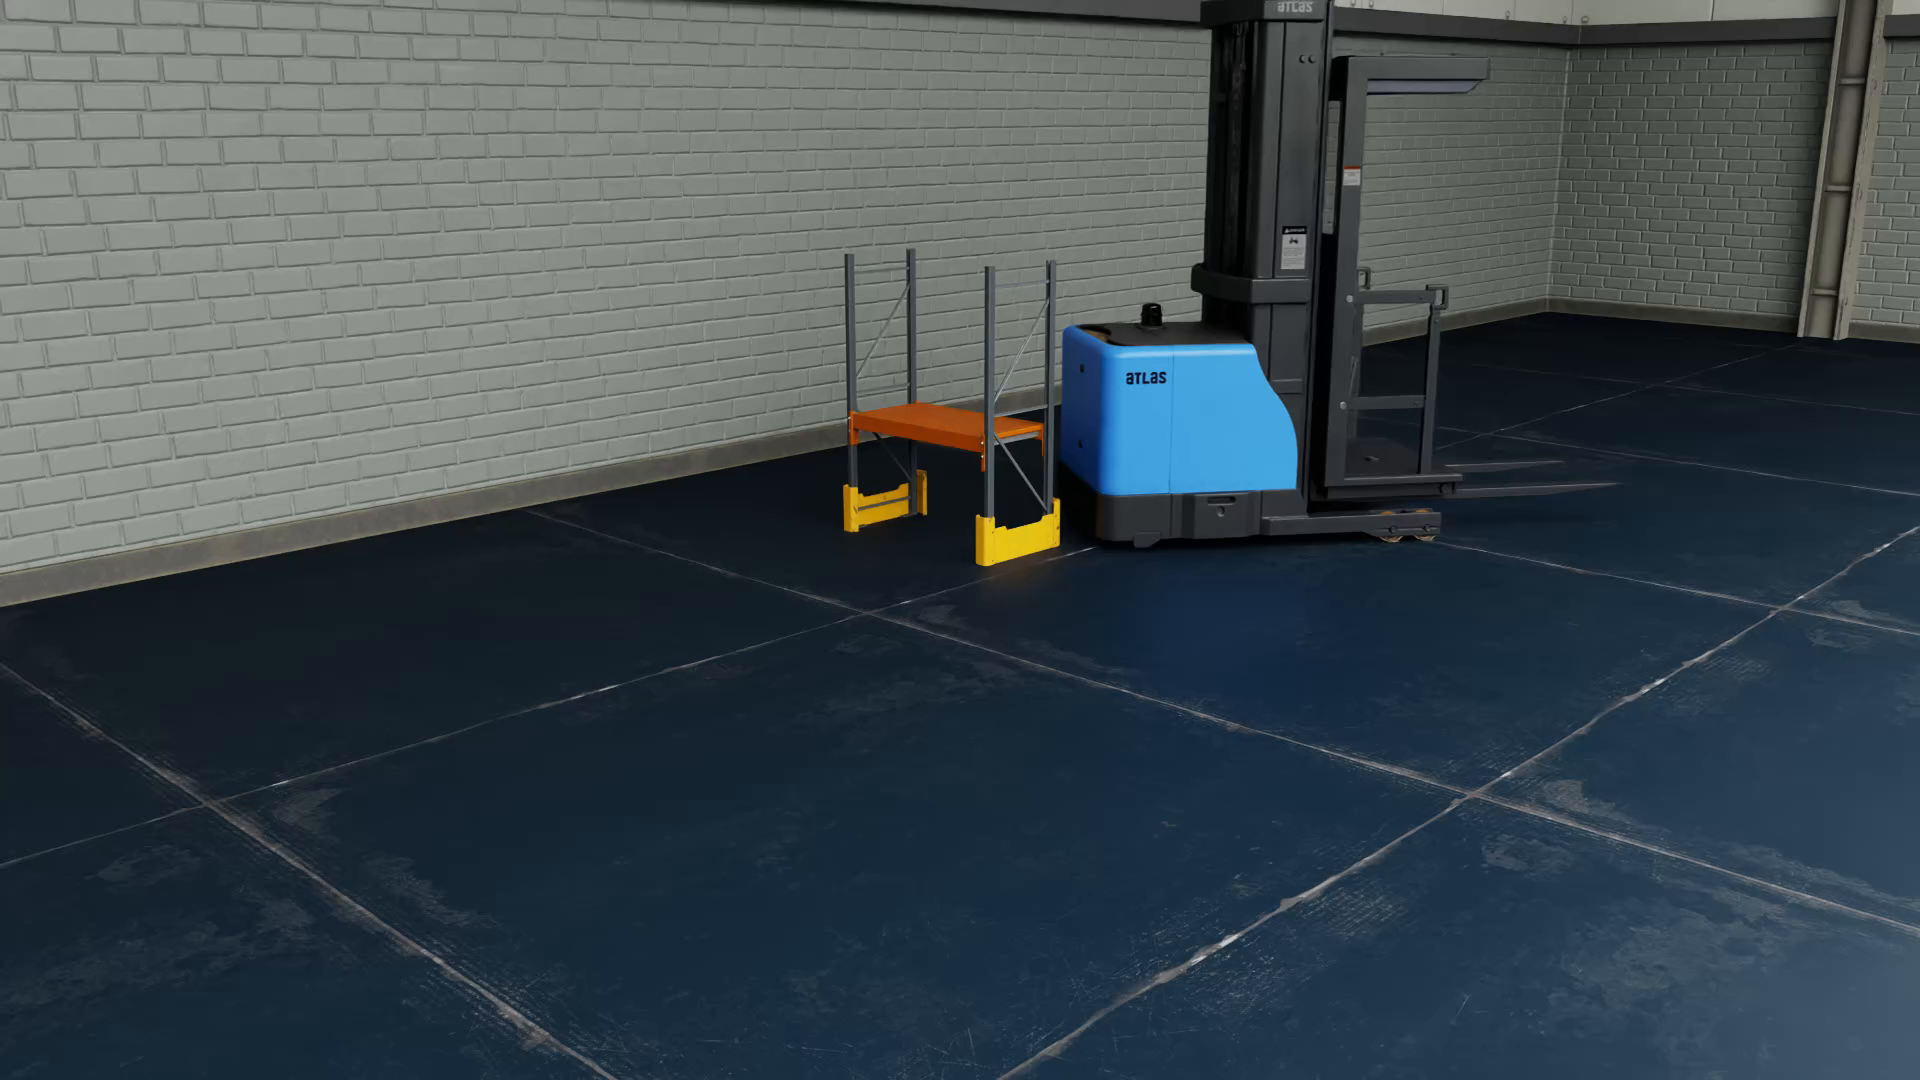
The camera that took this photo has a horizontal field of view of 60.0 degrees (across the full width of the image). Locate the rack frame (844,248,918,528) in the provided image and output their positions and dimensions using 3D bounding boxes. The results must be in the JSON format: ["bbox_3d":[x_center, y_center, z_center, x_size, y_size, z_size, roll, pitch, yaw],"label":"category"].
[{"bbox_3d":[-0.427,-0.830,9.142,0.032,1.500,0.500,14,20,42],"label":"rack frame"}]

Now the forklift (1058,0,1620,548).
[{"bbox_3d":[2.124,-1.533,9.004,3.031,2.935,1.130,-3,15,-10],"label":"forklift"}]

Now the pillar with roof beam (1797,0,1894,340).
[{"bbox_3d":[5.735,-5.629,12.688,0.400,9.000,9.100,14,20,42],"label":"pillar with roof beam"}]

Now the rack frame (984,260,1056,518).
[{"bbox_3d":[0.305,-0.652,8.459,0.032,1.500,0.500,14,20,42],"label":"rack frame"}]

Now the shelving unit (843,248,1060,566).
[{"bbox_3d":[-0.055,-0.739,8.794,1.083,1.500,0.587,14,20,42],"label":"shelving unit"}]

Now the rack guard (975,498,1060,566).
[{"bbox_3d":[0.304,-0.047,8.617,0.087,0.250,0.587,14,20,42],"label":"rack guard"}]

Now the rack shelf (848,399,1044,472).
[{"bbox_3d":[-0.061,-0.567,8.846,1.000,0.185,0.538,14,20,42],"label":"rack shelf"}]

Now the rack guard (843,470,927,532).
[{"bbox_3d":[-0.413,-0.221,9.286,0.087,0.250,0.587,14,20,42],"label":"rack guard"}]
